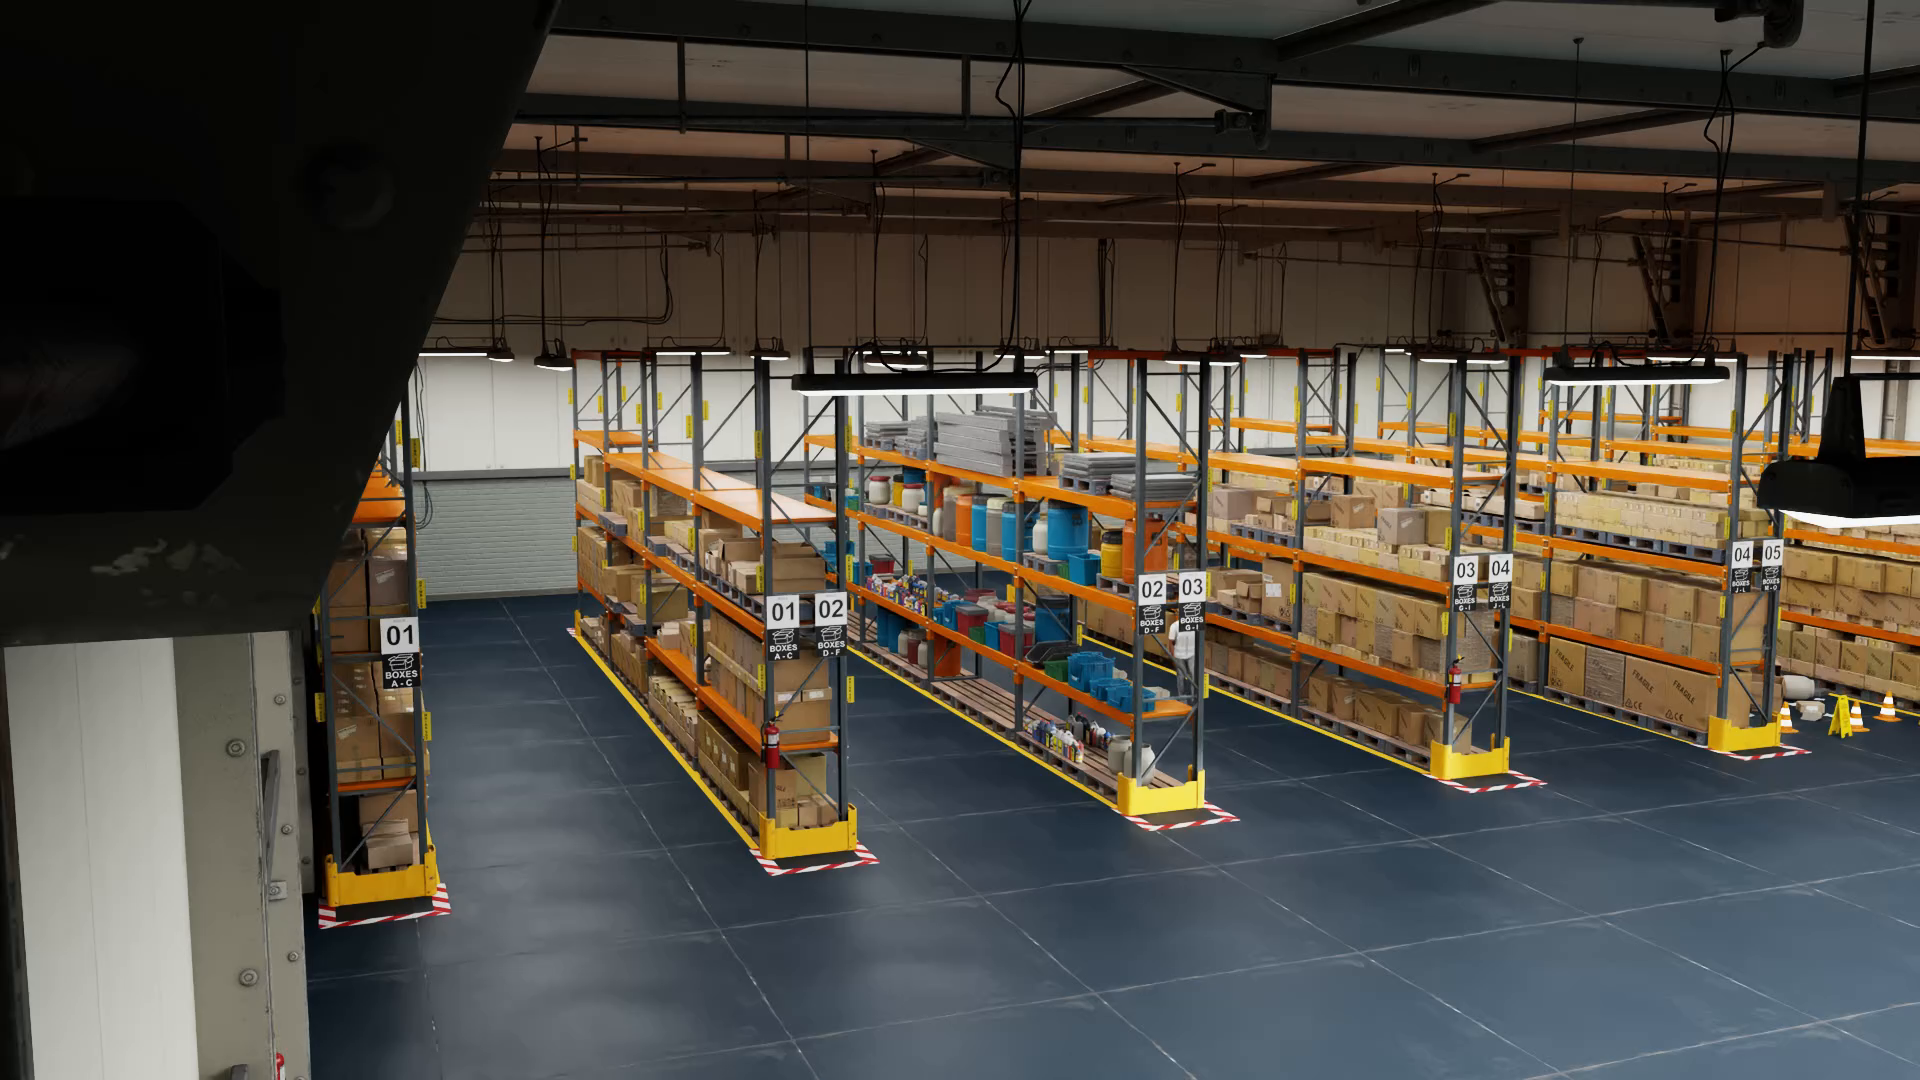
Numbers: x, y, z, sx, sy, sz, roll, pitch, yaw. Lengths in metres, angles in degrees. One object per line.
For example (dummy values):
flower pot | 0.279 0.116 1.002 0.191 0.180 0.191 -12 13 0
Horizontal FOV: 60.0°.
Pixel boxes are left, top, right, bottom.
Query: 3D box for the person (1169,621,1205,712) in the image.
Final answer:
person | 3.823 1.967 28.018 0.611 1.726 0.894 1 7 6
